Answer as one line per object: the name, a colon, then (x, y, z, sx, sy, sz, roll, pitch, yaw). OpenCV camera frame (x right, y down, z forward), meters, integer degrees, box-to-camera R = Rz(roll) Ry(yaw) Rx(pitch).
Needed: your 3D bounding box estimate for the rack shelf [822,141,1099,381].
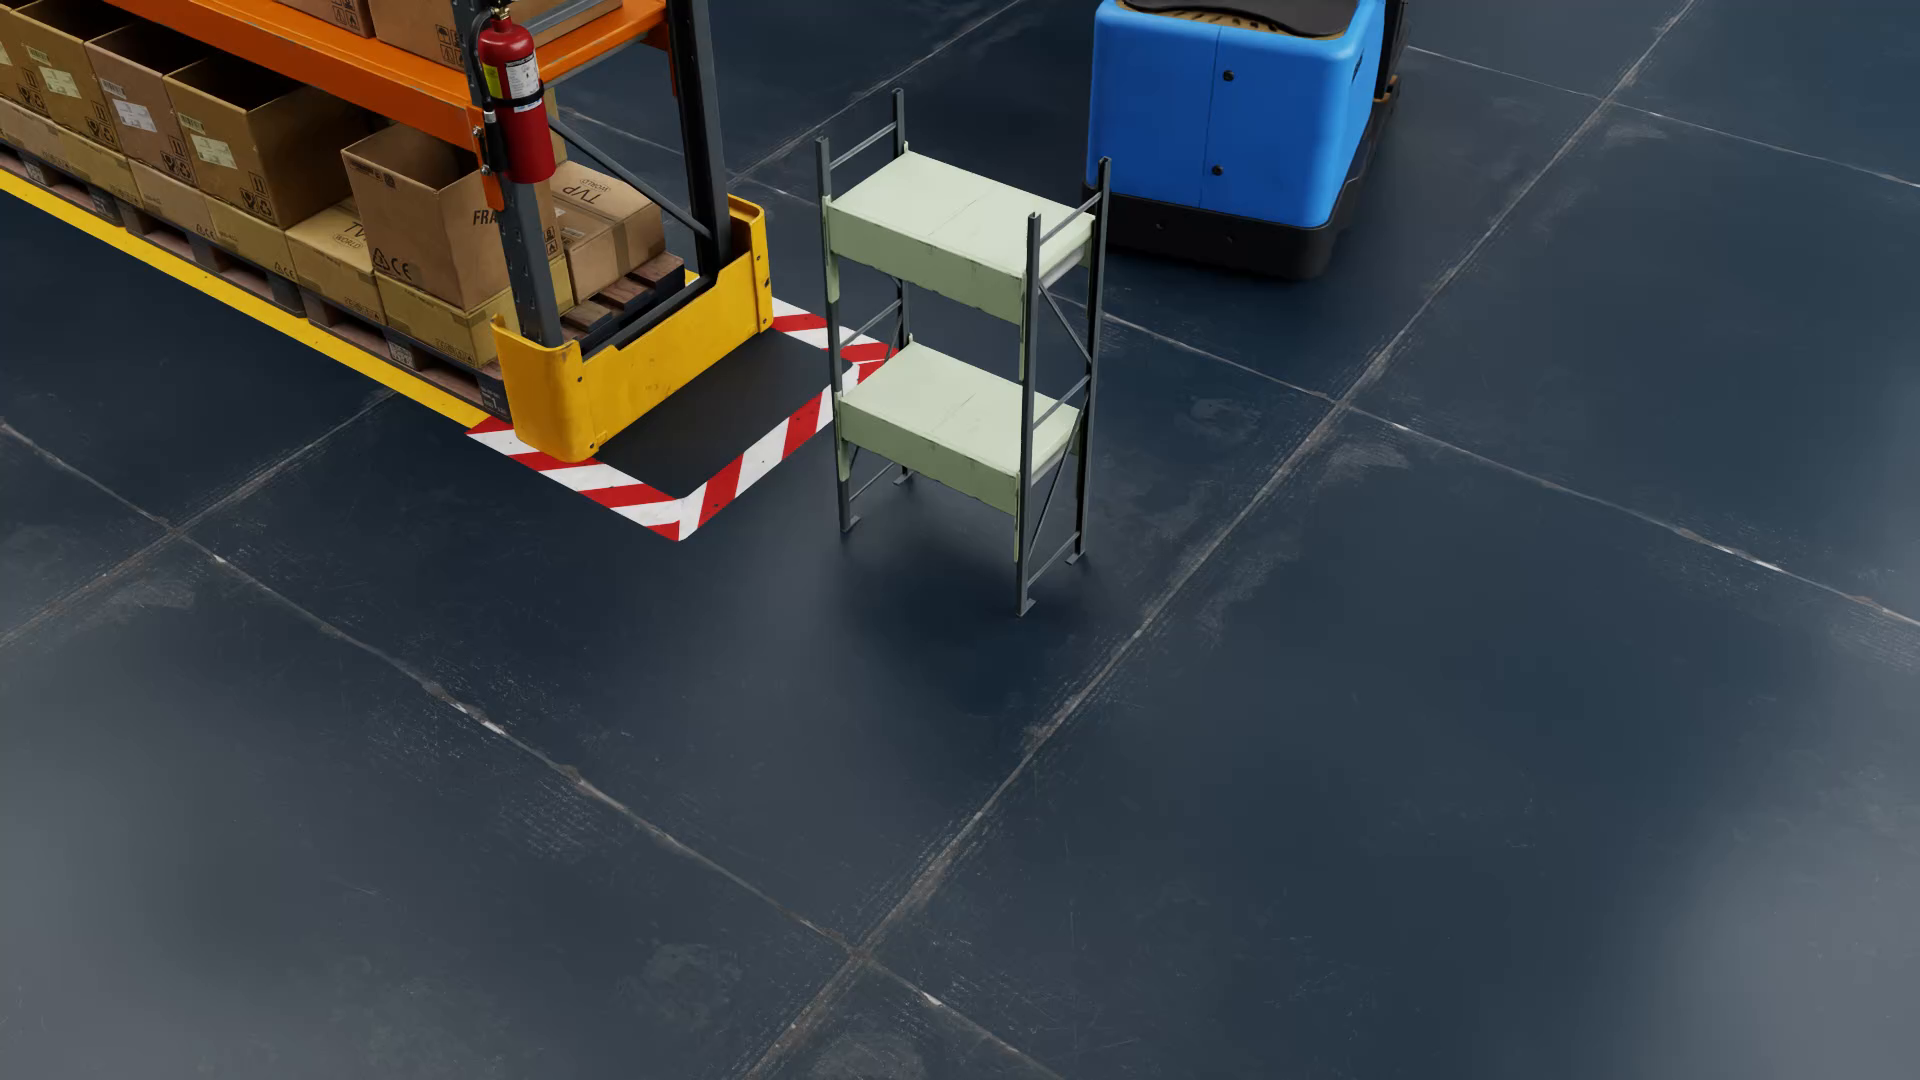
rack shelf: (0.005, -0.847, 4.987, 0.720, 0.370, 0.431, 25, 48, 25)

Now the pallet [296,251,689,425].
pallet: (-1.876, -1.005, 6.714, 1.213, 0.211, 1.003, 25, 48, 25)

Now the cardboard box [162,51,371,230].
cardboard box: (-2.663, -1.603, 6.476, 0.500, 0.500, 0.500, 25, 48, 25)

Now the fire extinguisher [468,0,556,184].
fire extinguisher: (-1.396, -1.446, 5.175, 0.183, 0.674, 0.296, 25, 48, 25)

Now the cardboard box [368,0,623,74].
cardboard box: (-1.601, -1.997, 5.657, 0.500, 0.500, 0.700, 25, 48, 25)

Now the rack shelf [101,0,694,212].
rack shelf: (-2.863, -2.271, 6.578, 4.000, 0.370, 1.077, 25, 48, 25)

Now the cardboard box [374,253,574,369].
cardboard box: (-1.835, -0.950, 6.309, 0.500, 0.250, 0.500, 25, 48, 25)

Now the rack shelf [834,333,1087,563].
rack shelf: (0.005, -0.313, 5.464, 0.720, 0.370, 0.431, 25, 48, 25)

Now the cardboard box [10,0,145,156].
cardboard box: (-3.482, -1.985, 6.904, 0.500, 0.500, 0.500, 25, 48, 25)

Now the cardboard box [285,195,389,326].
cardboard box: (-2.251, -1.134, 6.515, 0.500, 0.250, 0.500, 25, 48, 25)

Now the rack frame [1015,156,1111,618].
rack frame: (0.305, -0.416, 5.090, 0.023, 1.500, 0.400, 25, 48, 25)

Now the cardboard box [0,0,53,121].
cardboard box: (-3.887, -2.181, 7.123, 0.500, 0.500, 0.500, 25, 48, 25)

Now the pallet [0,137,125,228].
pallet: (-3.874, -1.939, 7.758, 1.213, 0.211, 1.003, 25, 48, 25)

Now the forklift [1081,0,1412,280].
forklift: (1.504, -3.154, 7.077, 1.130, 2.935, 3.031, 14, 44, 15)

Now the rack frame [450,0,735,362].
rack frame: (-1.226, -1.774, 5.483, 0.127, 3.000, 1.000, 25, 48, 25)

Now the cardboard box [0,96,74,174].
cardboard box: (-3.889, -1.900, 7.371, 0.500, 0.250, 0.500, 25, 48, 25)

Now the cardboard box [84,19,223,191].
cardboard box: (-3.072, -1.795, 6.691, 0.500, 0.500, 0.500, 25, 48, 25)

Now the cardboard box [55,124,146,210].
cardboard box: (-3.483, -1.705, 7.154, 0.500, 0.250, 0.500, 25, 48, 25)

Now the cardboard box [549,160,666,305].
cardboard box: (-1.537, -1.232, 6.625, 0.500, 0.250, 0.500, 25, 48, 25)

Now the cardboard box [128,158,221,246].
cardboard box: (-3.070, -1.517, 6.943, 0.500, 0.250, 0.500, 25, 48, 25)

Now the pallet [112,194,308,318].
pallet: (-2.871, -1.472, 7.237, 1.213, 0.211, 1.003, 25, 48, 25)

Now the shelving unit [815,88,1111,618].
shelving unit: (0.005, -0.556, 5.247, 0.755, 1.500, 0.431, 25, 48, 25)

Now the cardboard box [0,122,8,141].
cardboard box: (-4.295, -2.094, 7.588, 0.500, 0.250, 0.500, 25, 48, 25)

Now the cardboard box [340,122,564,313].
cardboard box: (-1.836, -1.228, 6.057, 0.500, 0.500, 0.500, 25, 48, 25)

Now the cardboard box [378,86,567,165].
cardboard box: (-1.948, -1.702, 6.588, 0.500, 0.500, 0.500, 25, 48, 25)

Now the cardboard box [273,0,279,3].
cardboard box: (-2.437, -2.388, 6.095, 0.500, 0.500, 0.700, 25, 48, 26)

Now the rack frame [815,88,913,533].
rack frame: (-0.294, -0.697, 5.404, 0.023, 1.500, 0.400, 25, 48, 25)

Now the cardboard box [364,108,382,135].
cardboard box: (-2.365, -1.887, 6.794, 0.500, 0.500, 0.500, 25, 48, 25)

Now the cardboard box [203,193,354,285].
cardboard box: (-2.661, -1.325, 6.728, 0.500, 0.250, 0.500, 25, 48, 25)

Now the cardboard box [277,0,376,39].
cardboard box: (-2.034, -2.195, 5.879, 0.500, 0.500, 0.700, 26, 48, 26)

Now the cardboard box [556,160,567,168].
cardboard box: (-1.949, -1.422, 6.836, 0.500, 0.250, 0.500, 25, 48, 25)

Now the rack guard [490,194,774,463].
rack guard: (-1.206, -0.833, 6.306, 0.348, 0.500, 1.175, 25, 48, 25)
